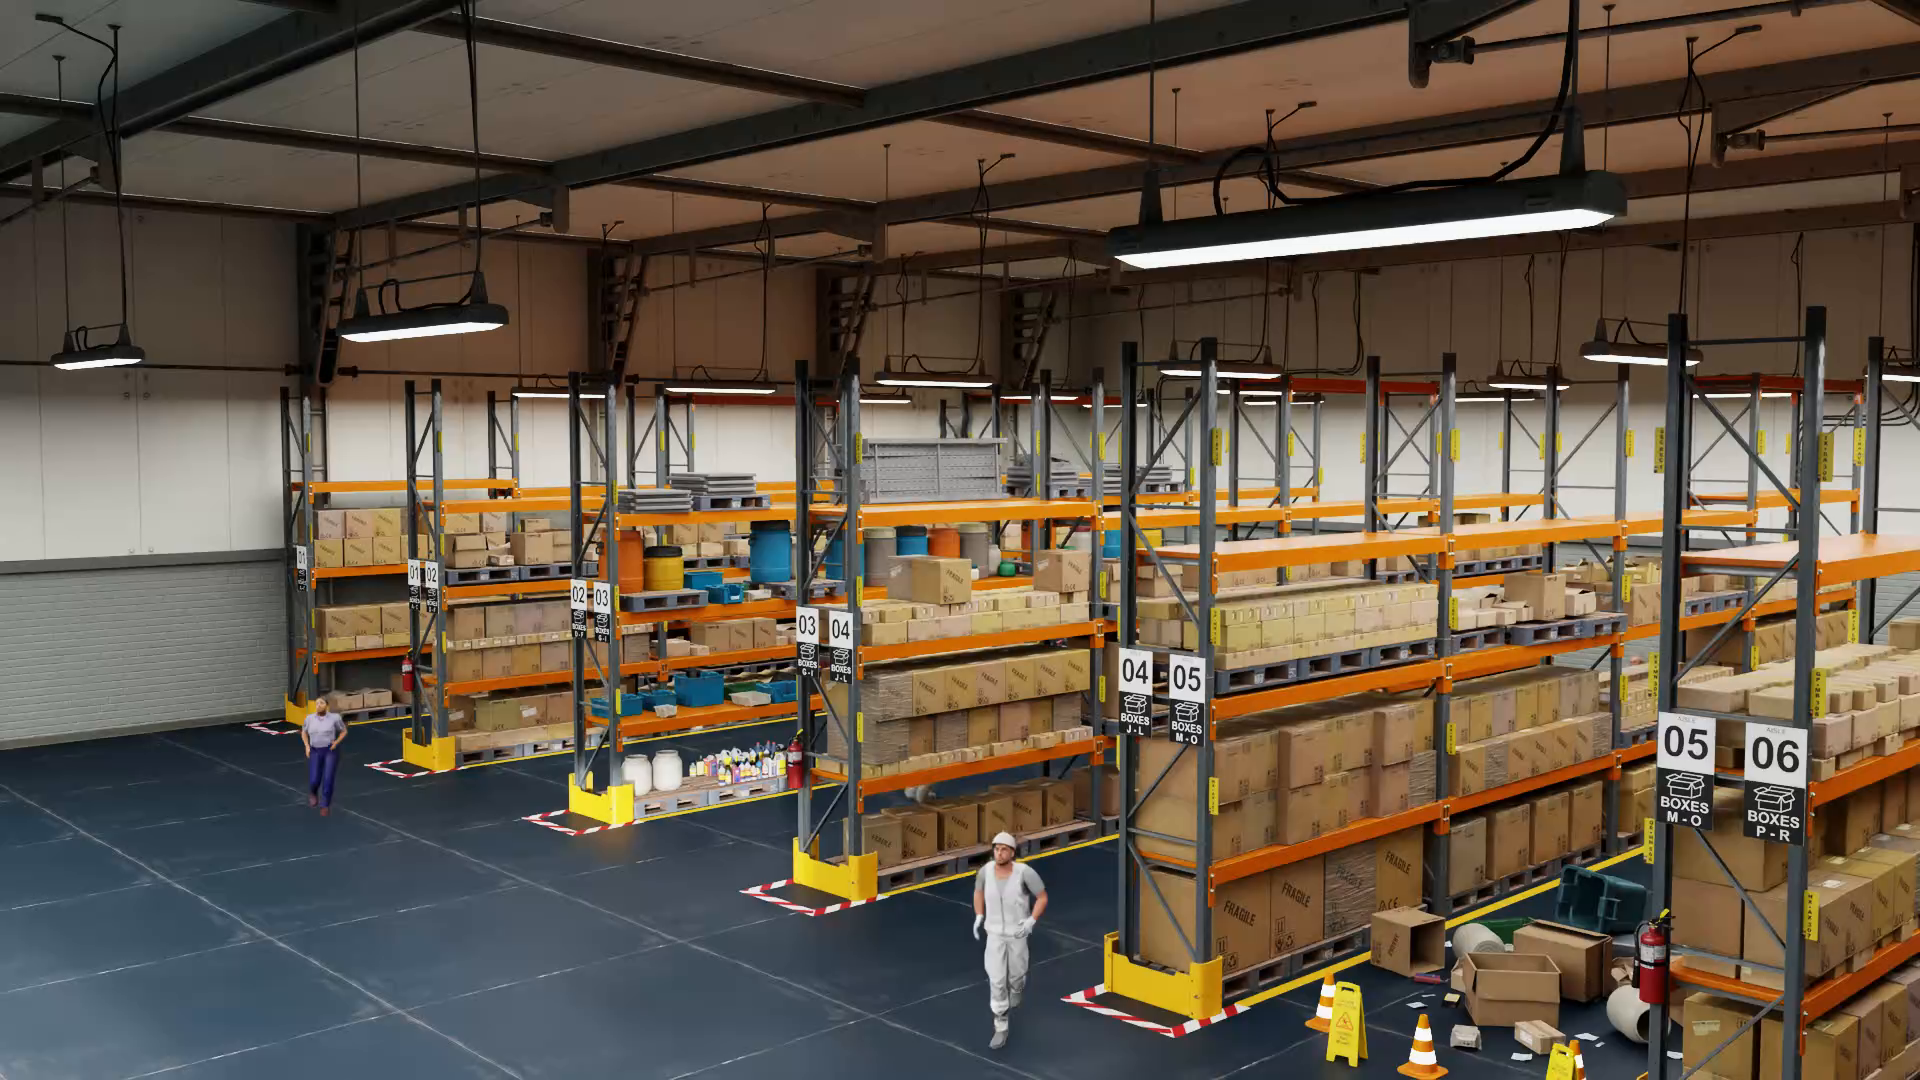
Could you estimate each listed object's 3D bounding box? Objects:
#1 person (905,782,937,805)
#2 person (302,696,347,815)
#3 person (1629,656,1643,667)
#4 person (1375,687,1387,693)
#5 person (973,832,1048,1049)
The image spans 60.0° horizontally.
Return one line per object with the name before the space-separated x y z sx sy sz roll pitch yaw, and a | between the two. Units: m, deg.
person | -0.432 2.969 21.786 0.619 1.624 0.558 3 5 41
person | -8.649 2.935 22.629 0.597 1.594 0.581 -1 4 -15
person | 10.496 2.661 25.715 0.968 1.744 0.668 -3 5 -39
person | 5.851 2.847 23.235 0.606 1.634 0.558 -3 5 -44
person | 0.433 3.375 14.297 0.669 1.792 0.783 1 4 14
